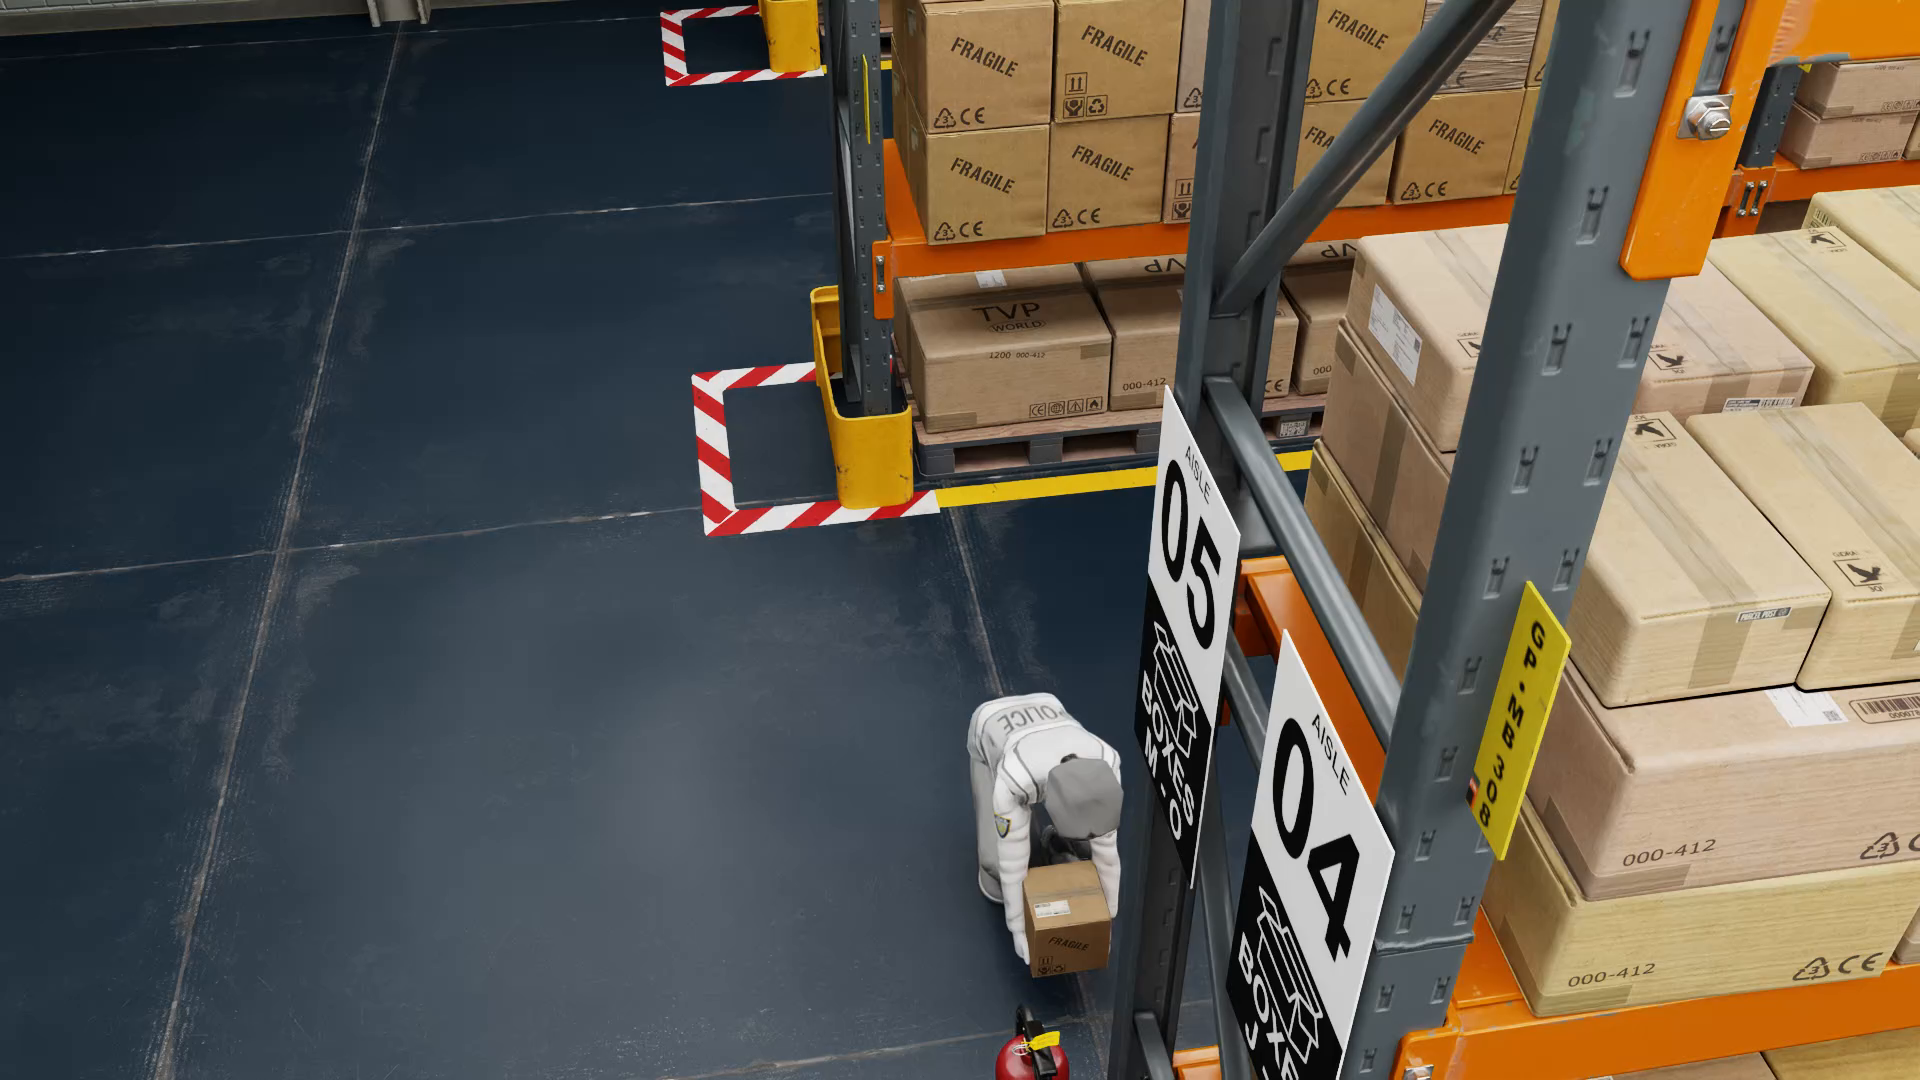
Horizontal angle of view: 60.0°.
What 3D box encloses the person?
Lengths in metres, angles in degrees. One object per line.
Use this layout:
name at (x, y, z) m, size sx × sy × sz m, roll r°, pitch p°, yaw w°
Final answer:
person at (0.280, 0.907, 5.583) m, size 0.459 × 0.979 × 0.869 m, roll -7°, pitch 39°, yaw -9°
